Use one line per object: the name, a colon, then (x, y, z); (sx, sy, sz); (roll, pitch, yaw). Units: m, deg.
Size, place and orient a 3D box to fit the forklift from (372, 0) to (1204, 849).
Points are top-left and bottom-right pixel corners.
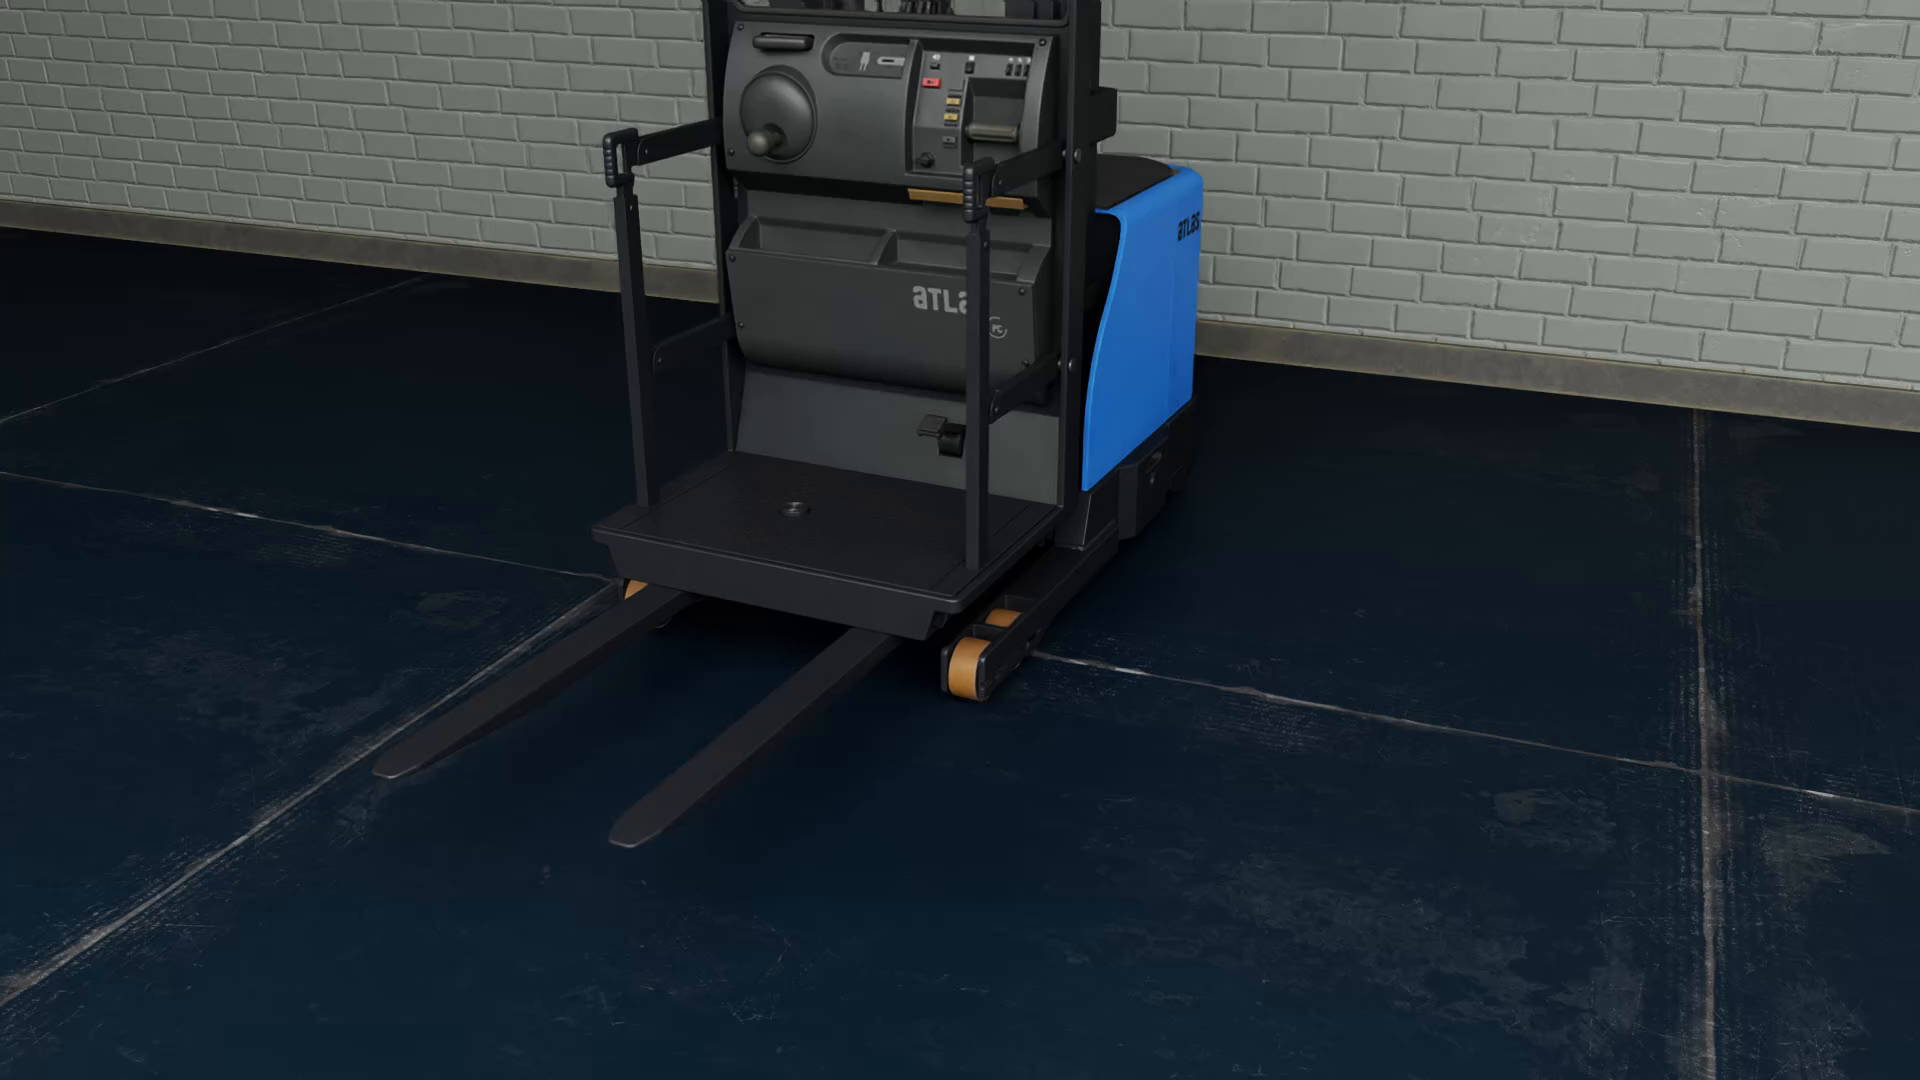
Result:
forklift: (-0.292, -1.130, 4.152); (1.130, 2.935, 3.031); (10, 25, 23)
